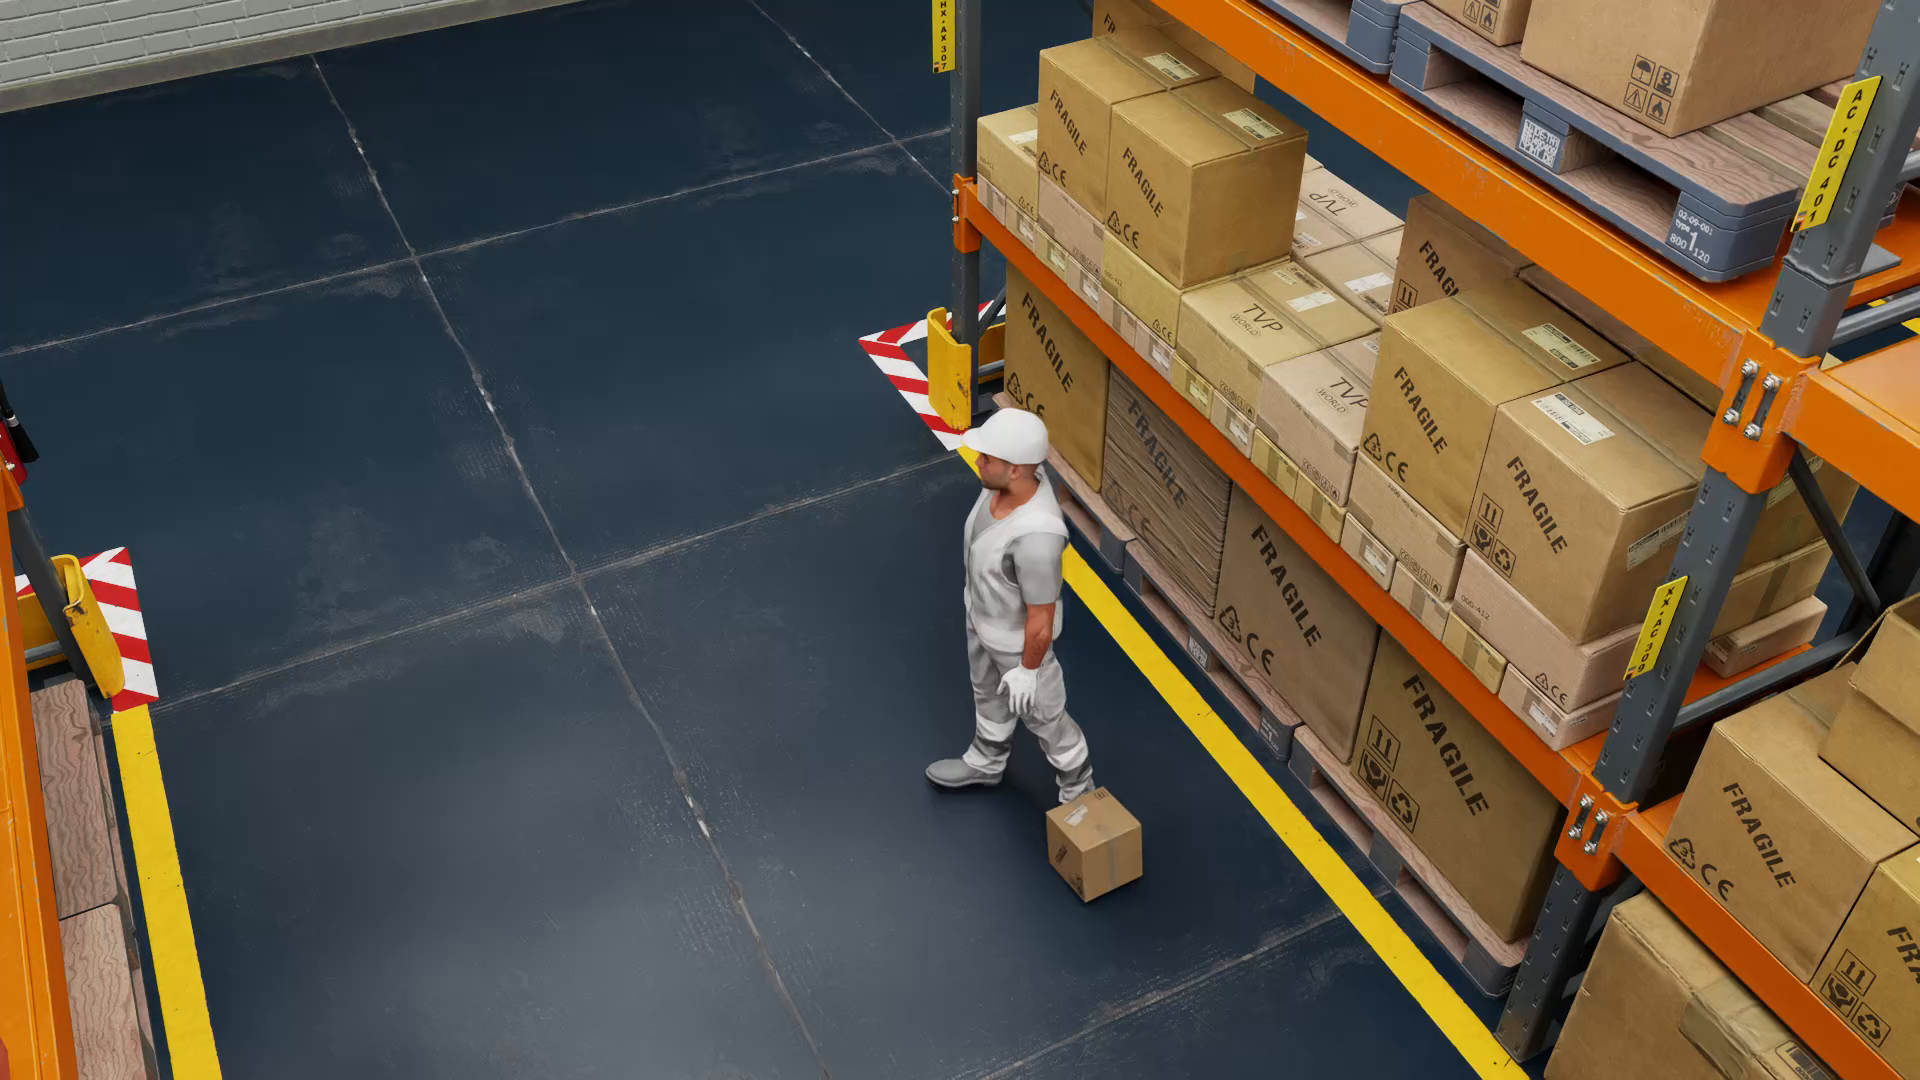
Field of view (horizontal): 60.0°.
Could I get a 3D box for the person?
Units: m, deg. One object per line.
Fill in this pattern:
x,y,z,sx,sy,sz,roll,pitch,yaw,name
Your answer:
0.183,0.285,5.805,0.577,1.791,0.721,-11,42,-13,person
